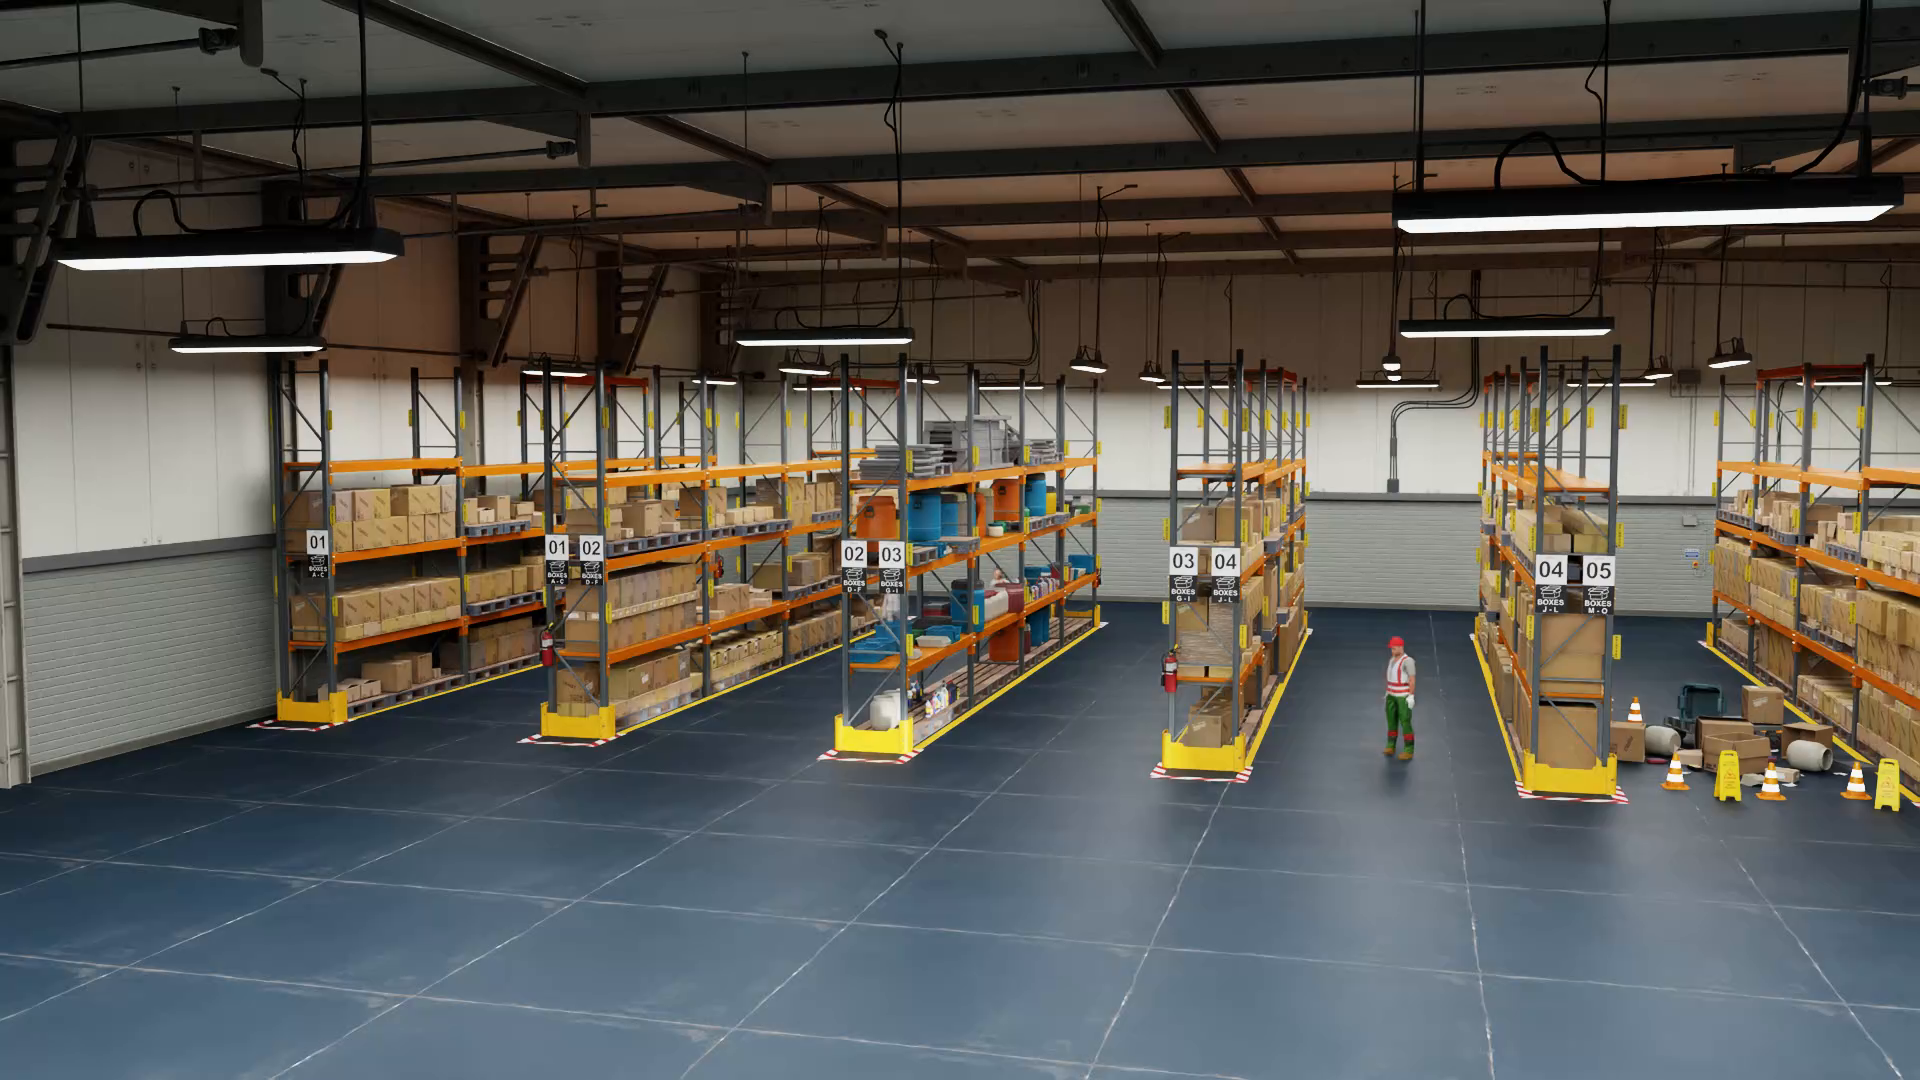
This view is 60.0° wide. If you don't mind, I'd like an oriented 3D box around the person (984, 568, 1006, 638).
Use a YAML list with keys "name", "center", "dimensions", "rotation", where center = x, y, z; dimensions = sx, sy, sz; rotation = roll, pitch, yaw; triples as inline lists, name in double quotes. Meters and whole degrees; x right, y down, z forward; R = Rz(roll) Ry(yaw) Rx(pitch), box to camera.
- name: "person"
  center: [0.878, 1.440, 38.203]
  dimensions: [0.512, 1.619, 0.980]
  rotation: [3, 5, 38]

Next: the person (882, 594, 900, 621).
- name: "person"
  center: [-1.451, 1.557, 36.366]
  dimensions: [0.542, 1.646, 0.902]
  rotation: [0, 4, 4]

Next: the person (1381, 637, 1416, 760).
- name: "person"
  center: [6.513, 2.326, 24.745]
  dimensions: [0.391, 1.786, 0.621]
  rotation: [-2, 4, -22]
